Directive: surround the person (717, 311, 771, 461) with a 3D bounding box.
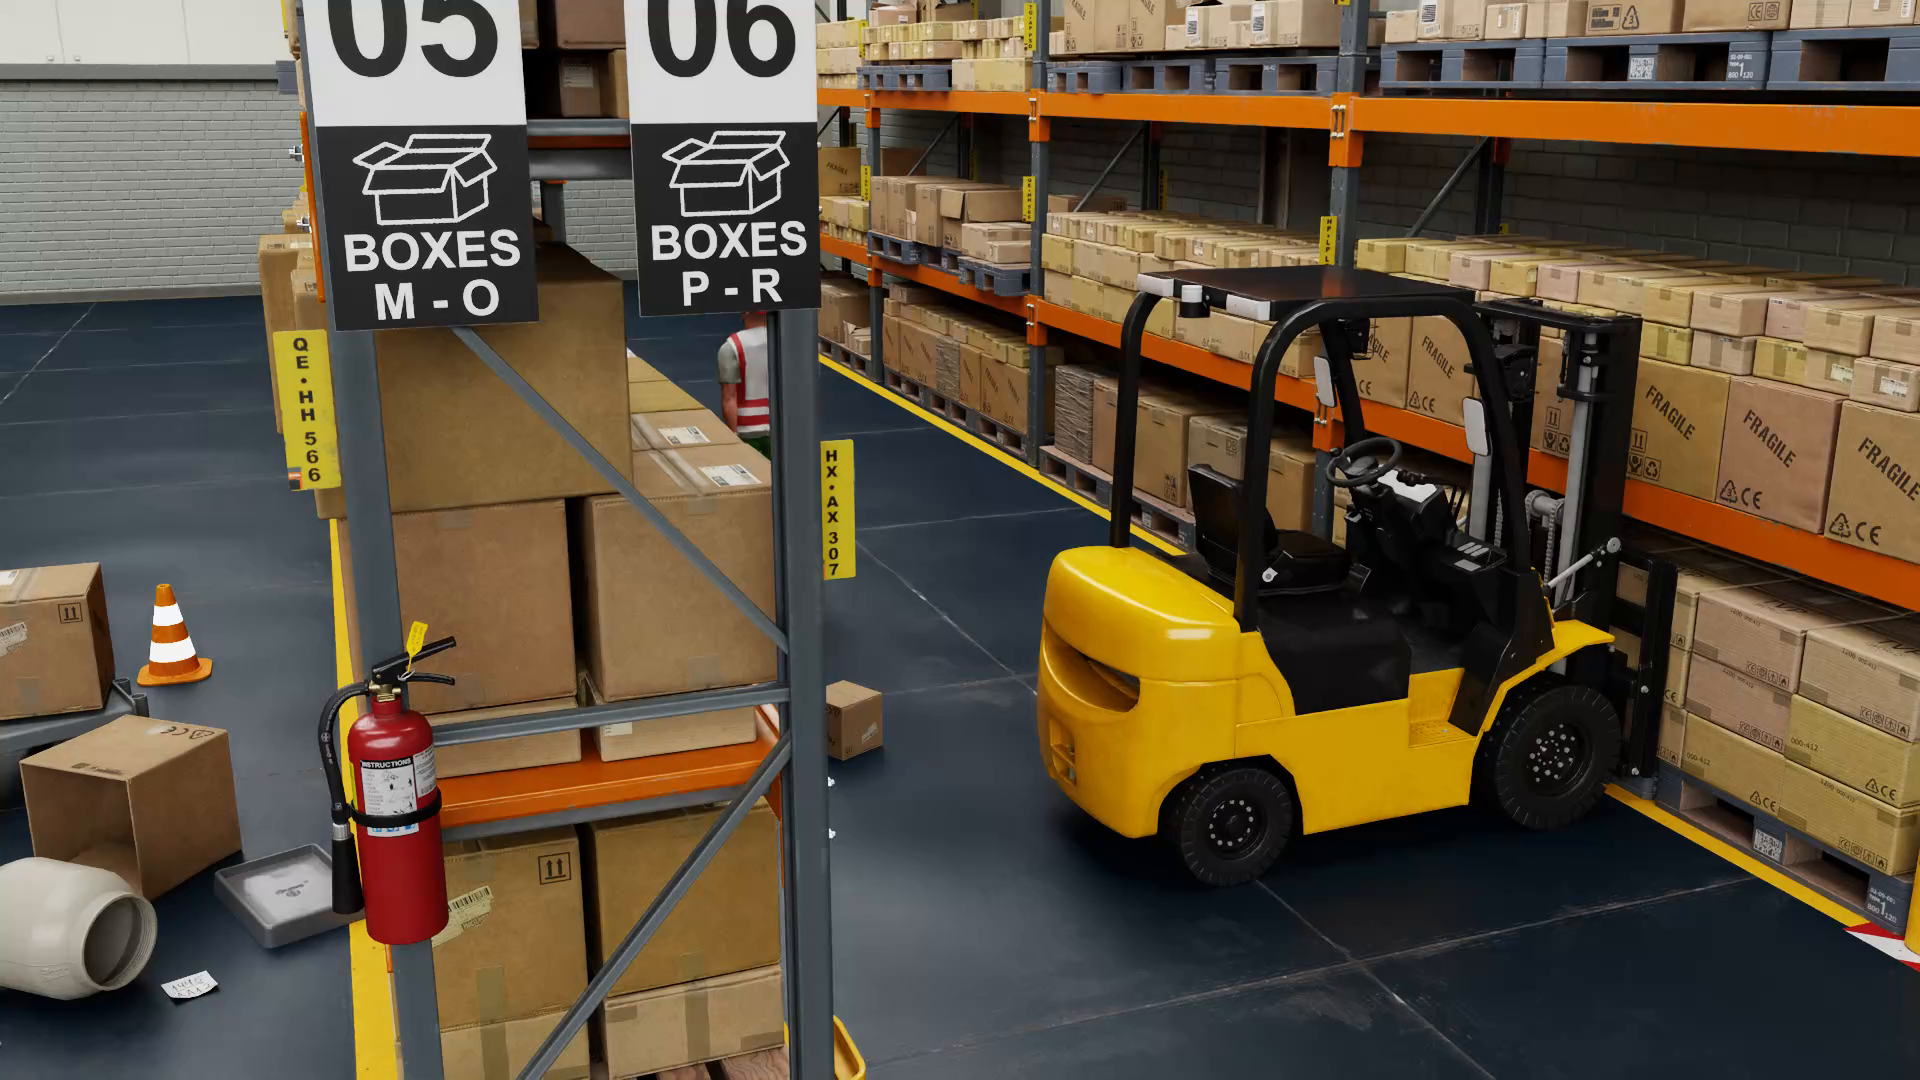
[{"bbox_3d":[-1.207,-0.682,9.957,0.527,1.742,1.040,-5,16,-19],"label":"person"}]
